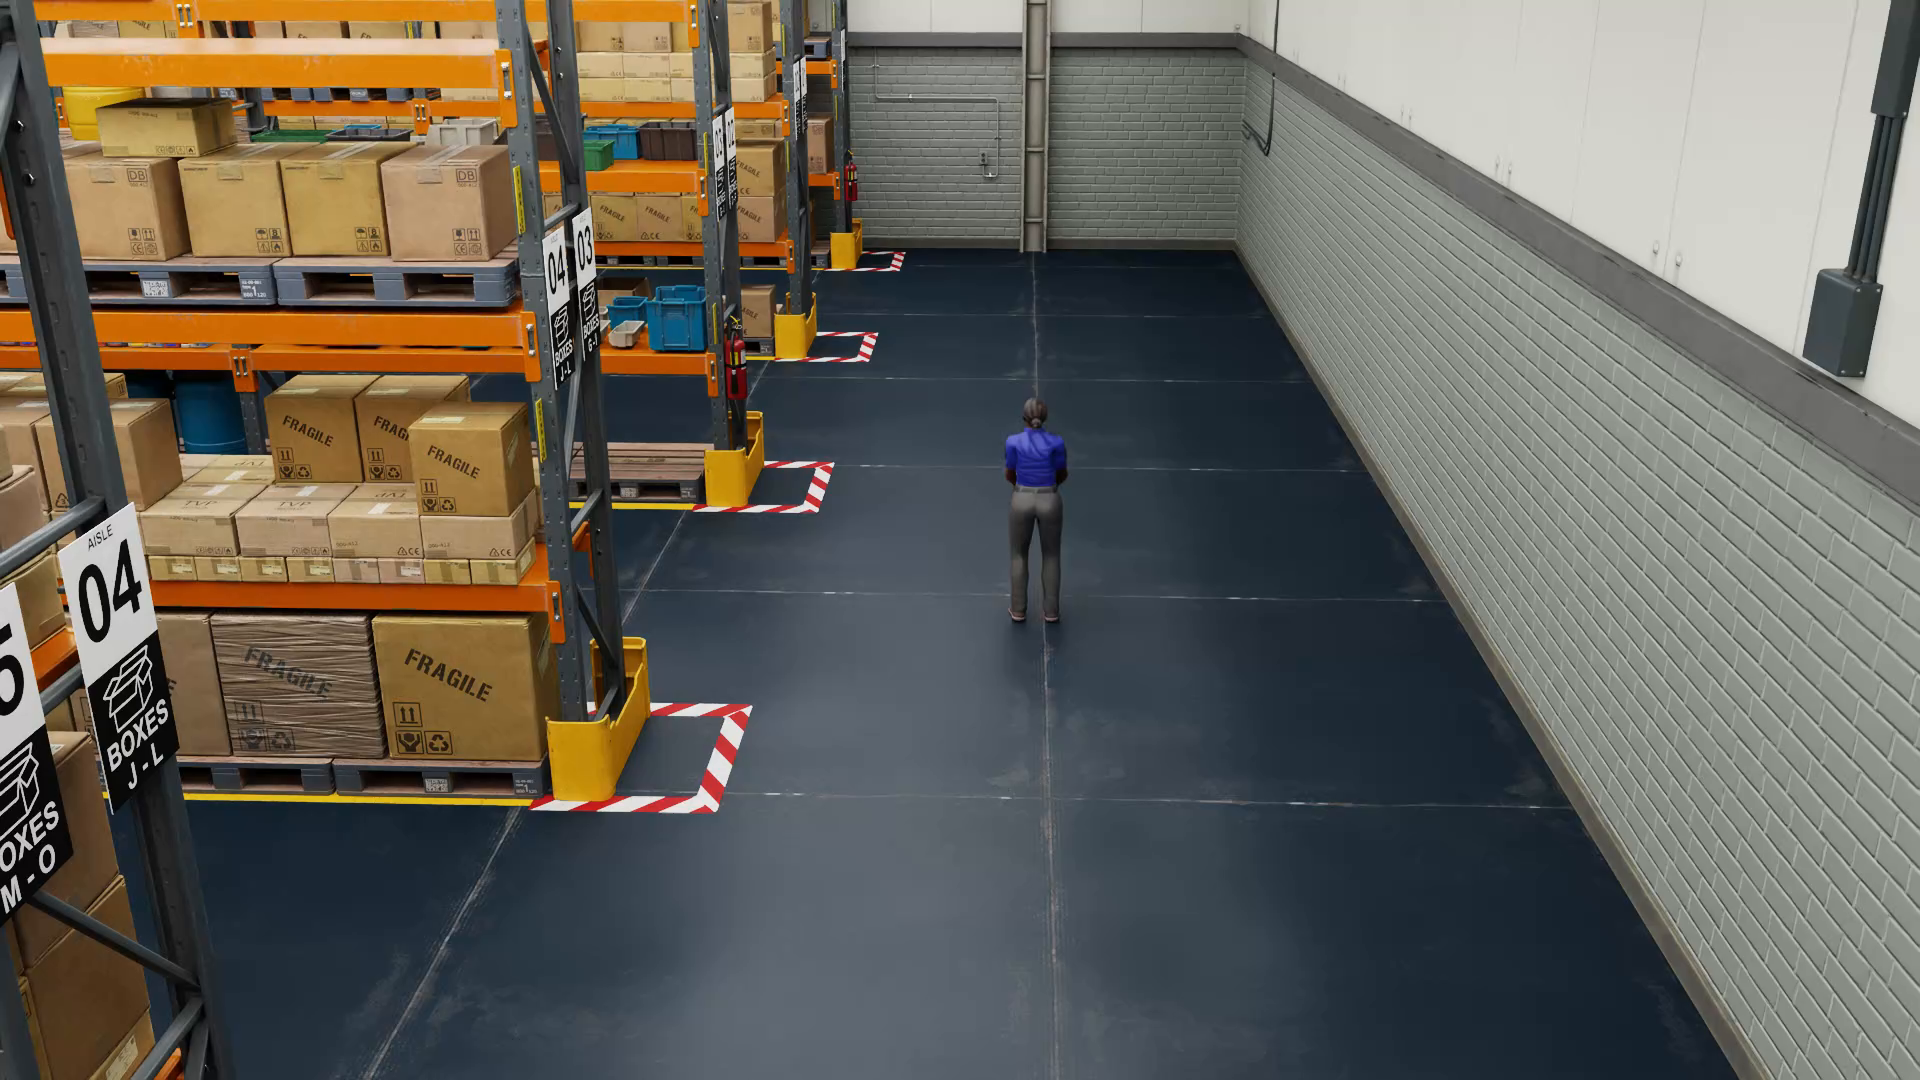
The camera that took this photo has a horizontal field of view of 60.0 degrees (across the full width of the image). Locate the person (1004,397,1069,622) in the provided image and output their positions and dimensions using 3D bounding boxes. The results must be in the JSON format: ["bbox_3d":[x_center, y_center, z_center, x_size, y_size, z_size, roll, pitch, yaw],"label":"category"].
[{"bbox_3d":[0.536,-0.249,11.752,0.450,1.654,0.503,1,21,2],"label":"person"}]
